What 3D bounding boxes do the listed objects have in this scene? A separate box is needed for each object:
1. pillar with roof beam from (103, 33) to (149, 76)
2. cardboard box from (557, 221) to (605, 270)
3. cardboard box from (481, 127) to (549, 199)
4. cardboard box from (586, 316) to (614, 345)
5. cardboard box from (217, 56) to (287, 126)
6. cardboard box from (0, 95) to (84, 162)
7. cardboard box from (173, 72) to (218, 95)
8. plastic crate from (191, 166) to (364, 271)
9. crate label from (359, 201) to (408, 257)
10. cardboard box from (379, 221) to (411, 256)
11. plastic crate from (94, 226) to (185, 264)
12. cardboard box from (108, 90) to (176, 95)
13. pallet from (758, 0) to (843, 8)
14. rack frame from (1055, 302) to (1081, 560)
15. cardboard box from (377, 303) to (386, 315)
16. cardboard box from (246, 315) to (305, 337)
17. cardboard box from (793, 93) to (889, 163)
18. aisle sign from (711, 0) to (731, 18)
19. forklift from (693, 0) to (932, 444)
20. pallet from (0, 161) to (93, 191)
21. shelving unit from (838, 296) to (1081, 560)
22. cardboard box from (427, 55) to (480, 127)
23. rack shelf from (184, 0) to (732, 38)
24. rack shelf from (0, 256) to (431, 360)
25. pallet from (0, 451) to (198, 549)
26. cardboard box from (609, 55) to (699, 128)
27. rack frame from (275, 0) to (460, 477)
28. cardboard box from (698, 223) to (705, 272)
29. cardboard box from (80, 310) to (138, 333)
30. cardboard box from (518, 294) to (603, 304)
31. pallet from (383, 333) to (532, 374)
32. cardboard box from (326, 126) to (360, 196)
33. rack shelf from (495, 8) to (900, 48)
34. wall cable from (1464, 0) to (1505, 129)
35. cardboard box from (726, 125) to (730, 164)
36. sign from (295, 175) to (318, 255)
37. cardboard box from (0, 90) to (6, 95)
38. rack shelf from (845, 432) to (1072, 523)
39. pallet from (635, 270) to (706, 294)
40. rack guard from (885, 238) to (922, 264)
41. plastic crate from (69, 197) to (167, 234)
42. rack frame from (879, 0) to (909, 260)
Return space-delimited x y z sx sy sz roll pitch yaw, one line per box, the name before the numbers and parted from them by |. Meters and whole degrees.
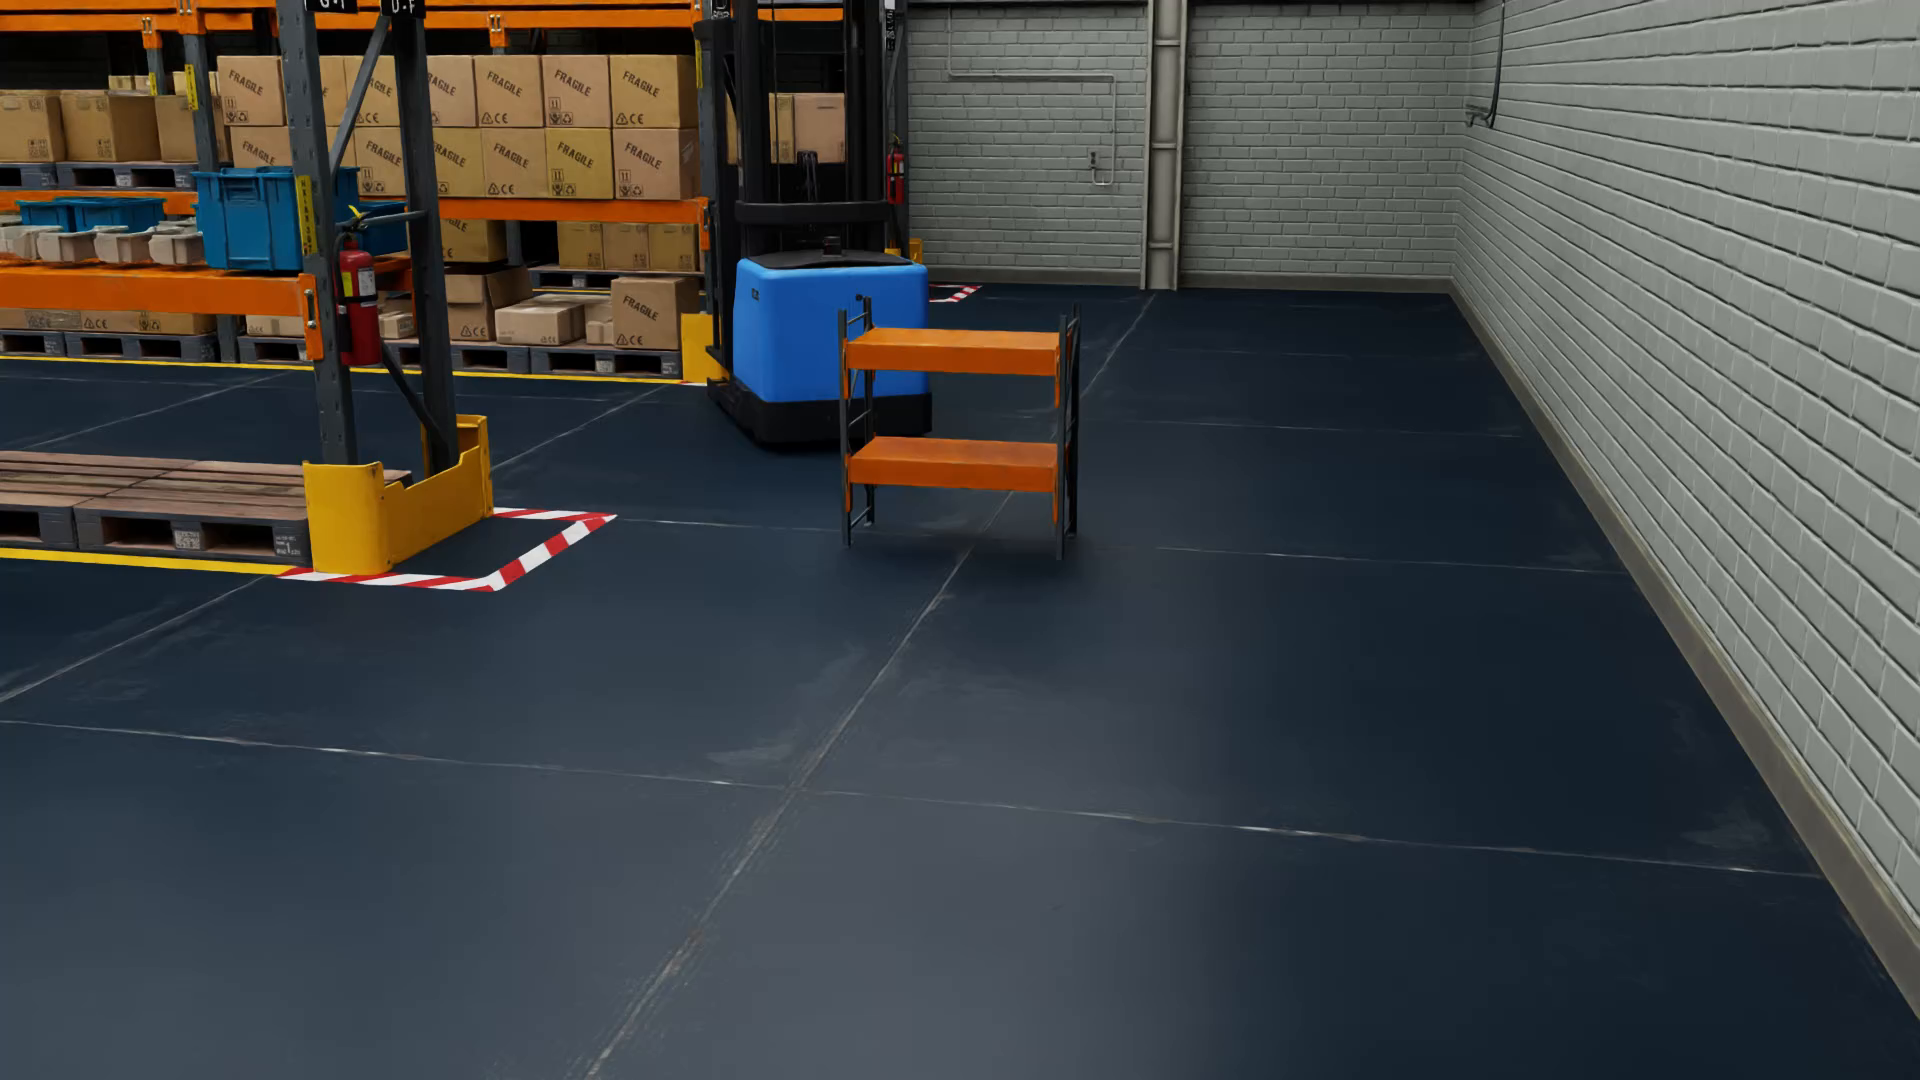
pillar with roof beam | -10.497 -6.521 14.676 0.400 9.000 9.100 3 16 11
cardboard box | -3.906 -3.179 17.745 0.500 0.500 0.700 3 16 12
cardboard box | -3.172 -2.794 12.273 0.500 0.500 0.500 3 16 12
cardboard box | -2.643 -1.595 12.614 0.250 0.166 0.380 3 16 11
cardboard box | -5.196 -3.383 12.525 0.500 0.500 0.500 4 16 13
cardboard box | -7.345 -3.280 13.240 0.500 0.500 0.700 -1 16 -3
cardboard box | -8.116 -4.930 17.984 0.500 0.250 0.500 3 16 12
plastic crate | -3.038 -1.458 7.458 0.499 0.435 0.616 3 16 11
crate label | -2.849 -1.491 7.956 0.303 0.233 0.416 3 16 11
cardboard box | -6.153 -3.461 18.108 0.750 0.750 0.750 4 16 13
plastic crate | -3.789 -1.360 7.665 0.243 0.136 0.396 3 16 11
cardboard box | -9.000 -4.743 18.484 0.500 0.500 0.700 1 16 5
pallet | -1.427 -5.474 16.683 1.213 0.211 1.003 3 16 11
rack frame | 0.505 -0.515 7.743 0.032 1.125 0.500 3 16 11
cardboard box | -4.607 -1.829 13.493 0.250 0.149 0.380 3 16 11
cardboard box | -5.233 -1.789 13.044 0.500 0.311 0.500 3 16 11
cardboard box | -1.200 -4.204 16.988 0.700 0.700 0.980 4 16 14
aisle sign | -1.676 -3.908 11.611 0.004 0.787 0.394 3 16 11
forklift | -1.104 -2.336 10.934 1.130 2.935 3.031 -5 16 -17
pallet | -7.615 -2.970 13.453 1.213 0.211 1.003 3 16 11
shelving unit | 0.007 -0.542 7.841 1.048 1.125 0.538 3 16 11
cardboard box | -3.680 -3.301 12.229 0.500 0.500 0.500 4 16 13
rack shelf | -3.642 -3.944 12.340 4.000 0.370 1.077 3 16 11
rack shelf | -4.632 -1.203 8.063 4.000 0.370 1.077 3 16 11
pallet | -4.665 -0.219 8.387 1.213 0.211 1.003 3 16 11
cardboard box | -2.173 -3.221 11.939 0.500 0.500 0.500 3 16 11
rack frame | -2.673 -1.443 7.583 0.127 3.000 1.000 3 16 11
cardboard box | -2.388 -3.097 17.449 0.500 0.500 0.700 3 16 9
cardboard box | -6.625 -1.939 13.230 0.500 0.500 0.500 3 16 11
cardboard box | -3.138 -1.782 13.133 0.500 0.250 0.500 3 16 11
pallet | -3.730 -1.507 13.036 1.213 0.211 1.003 3 16 11
cardboard box | -4.654 -2.875 12.565 0.500 0.500 0.500 3 16 12
rack shelf | -2.658 -5.240 17.019 4.000 0.370 1.077 3 16 11
wall cable | 4.773 -5.035 15.129 0.112 2.526 3.097 3 16 11
cardboard box | -2.064 -2.880 12.581 0.500 0.500 0.500 3 16 12
sign | -2.766 -1.377 7.039 0.005 0.325 0.100 3 16 11
cardboard box | -10.768 -4.839 18.831 0.500 0.500 0.700 5 16 19
rack shelf | 0.007 -0.306 7.906 1.000 0.278 0.538 3 16 11
pallet | -2.689 -2.779 17.628 1.213 0.211 1.003 3 16 11
rack guard | -0.675 -2.829 17.268 0.348 0.500 1.175 3 16 11
plastic crate | -4.139 -1.561 8.209 0.300 0.233 0.416 3 16 11
rack frame | -0.698 -4.035 16.939 0.127 3.000 1.000 3 16 11
